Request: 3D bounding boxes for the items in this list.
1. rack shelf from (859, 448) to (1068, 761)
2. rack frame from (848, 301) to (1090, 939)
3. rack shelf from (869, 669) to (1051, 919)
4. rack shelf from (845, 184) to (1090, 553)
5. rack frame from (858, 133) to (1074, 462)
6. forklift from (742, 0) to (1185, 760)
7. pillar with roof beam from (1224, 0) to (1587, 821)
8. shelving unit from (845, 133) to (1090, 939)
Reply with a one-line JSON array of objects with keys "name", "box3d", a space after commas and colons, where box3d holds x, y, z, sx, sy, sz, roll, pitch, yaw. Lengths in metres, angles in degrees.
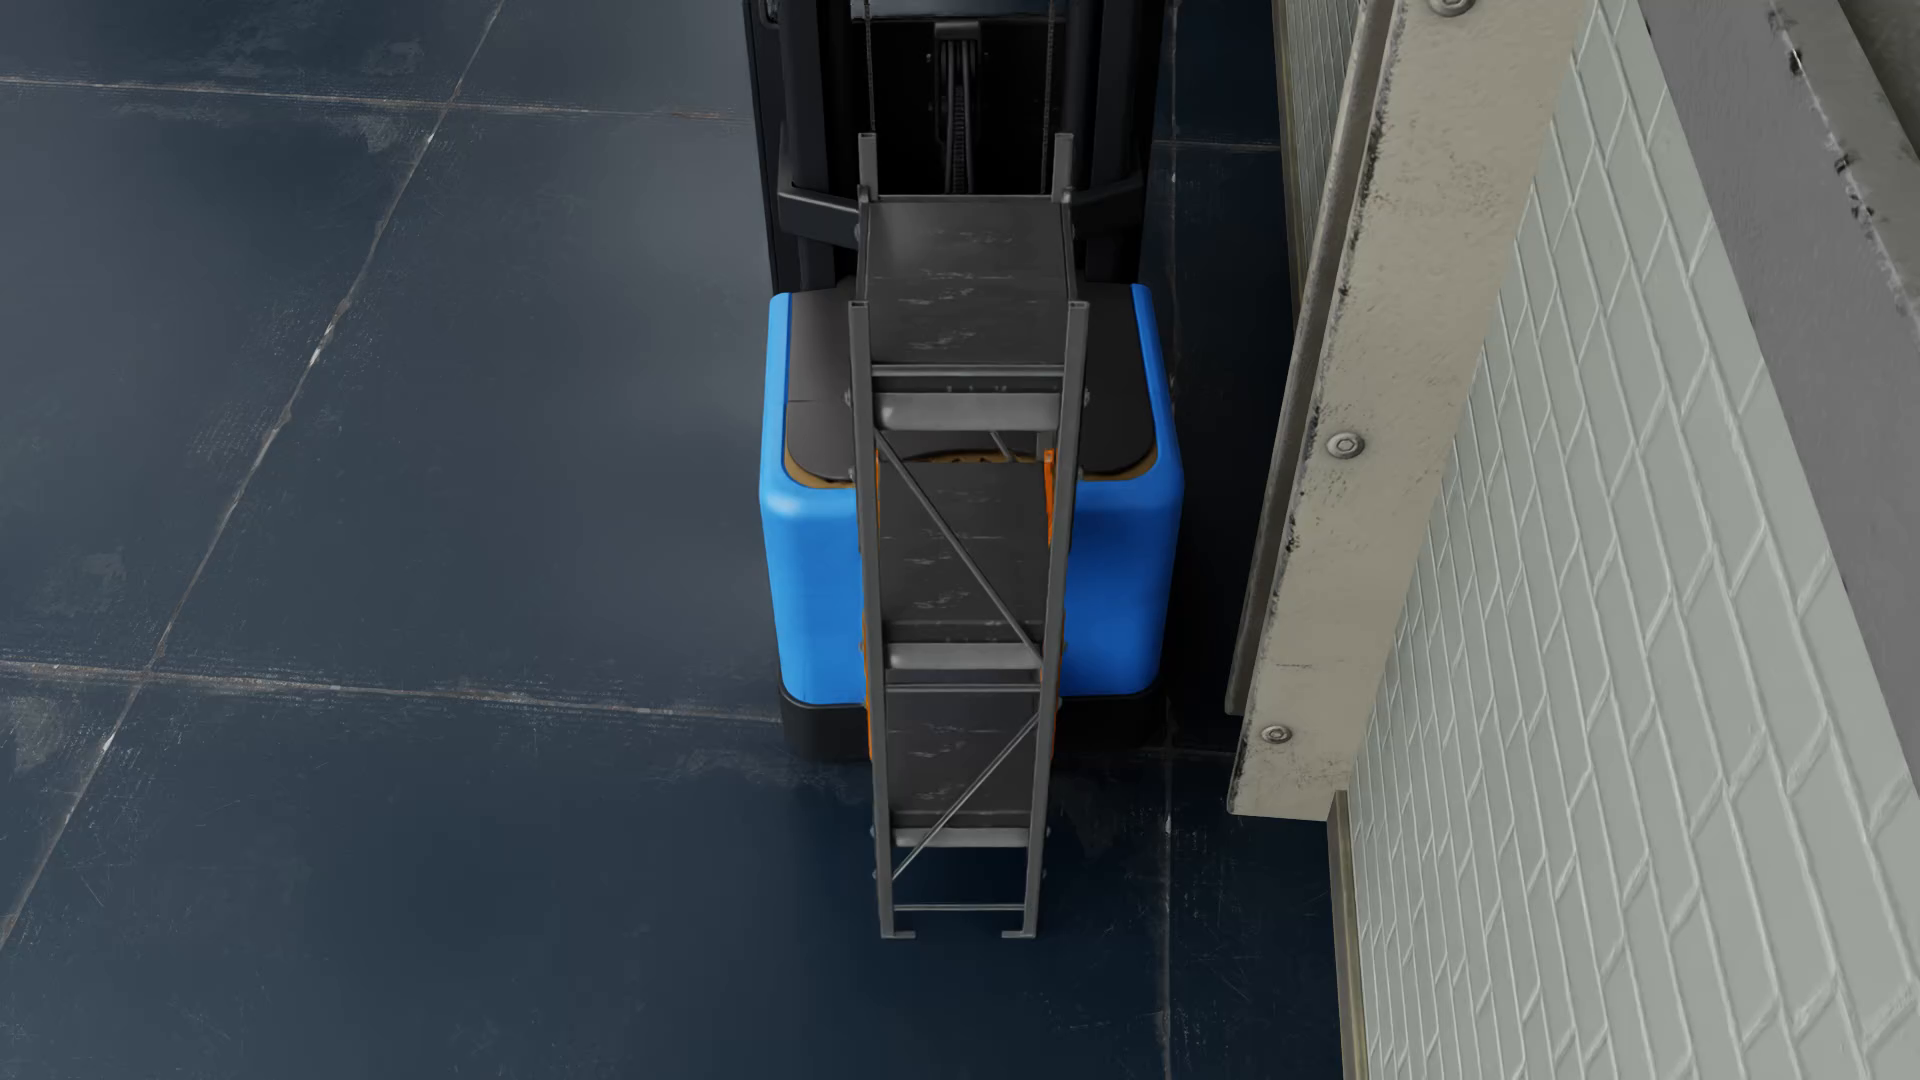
[{"name": "rack shelf", "box3d": [0.003, 0.146, 3.709, 0.431, 0.518, 0.480, 0, 48, -1]}, {"name": "rack frame", "box3d": [0.006, 0.317, 3.534, 0.400, 2.100, 0.015, 0, 48, -1]}, {"name": "rack shelf", "box3d": [-0.003, 0.619, 4.225, 0.431, 0.518, 0.480, 0, 48, -1]}, {"name": "rack shelf", "box3d": [0.010, -0.326, 3.192, 0.431, 0.518, 0.480, 0, 48, -1]}, {"name": "rack frame", "box3d": [0.001, -0.043, 3.863, 0.400, 2.100, 0.015, 0, 48, -1]}, {"name": "forklift", "box3d": [-0.026, -1.461, 4.600, 1.130, 2.935, 3.031, -2, 48, -2]}, {"name": "pillar with roof beam", "box3d": [-3.383, -2.712, 1.632, 9.100, 9.000, 0.400, 4, 48, 4]}, {"name": "shelving unit", "box3d": [0.003, 0.137, 3.699, 0.431, 2.100, 0.503, 0, 48, -1]}]
